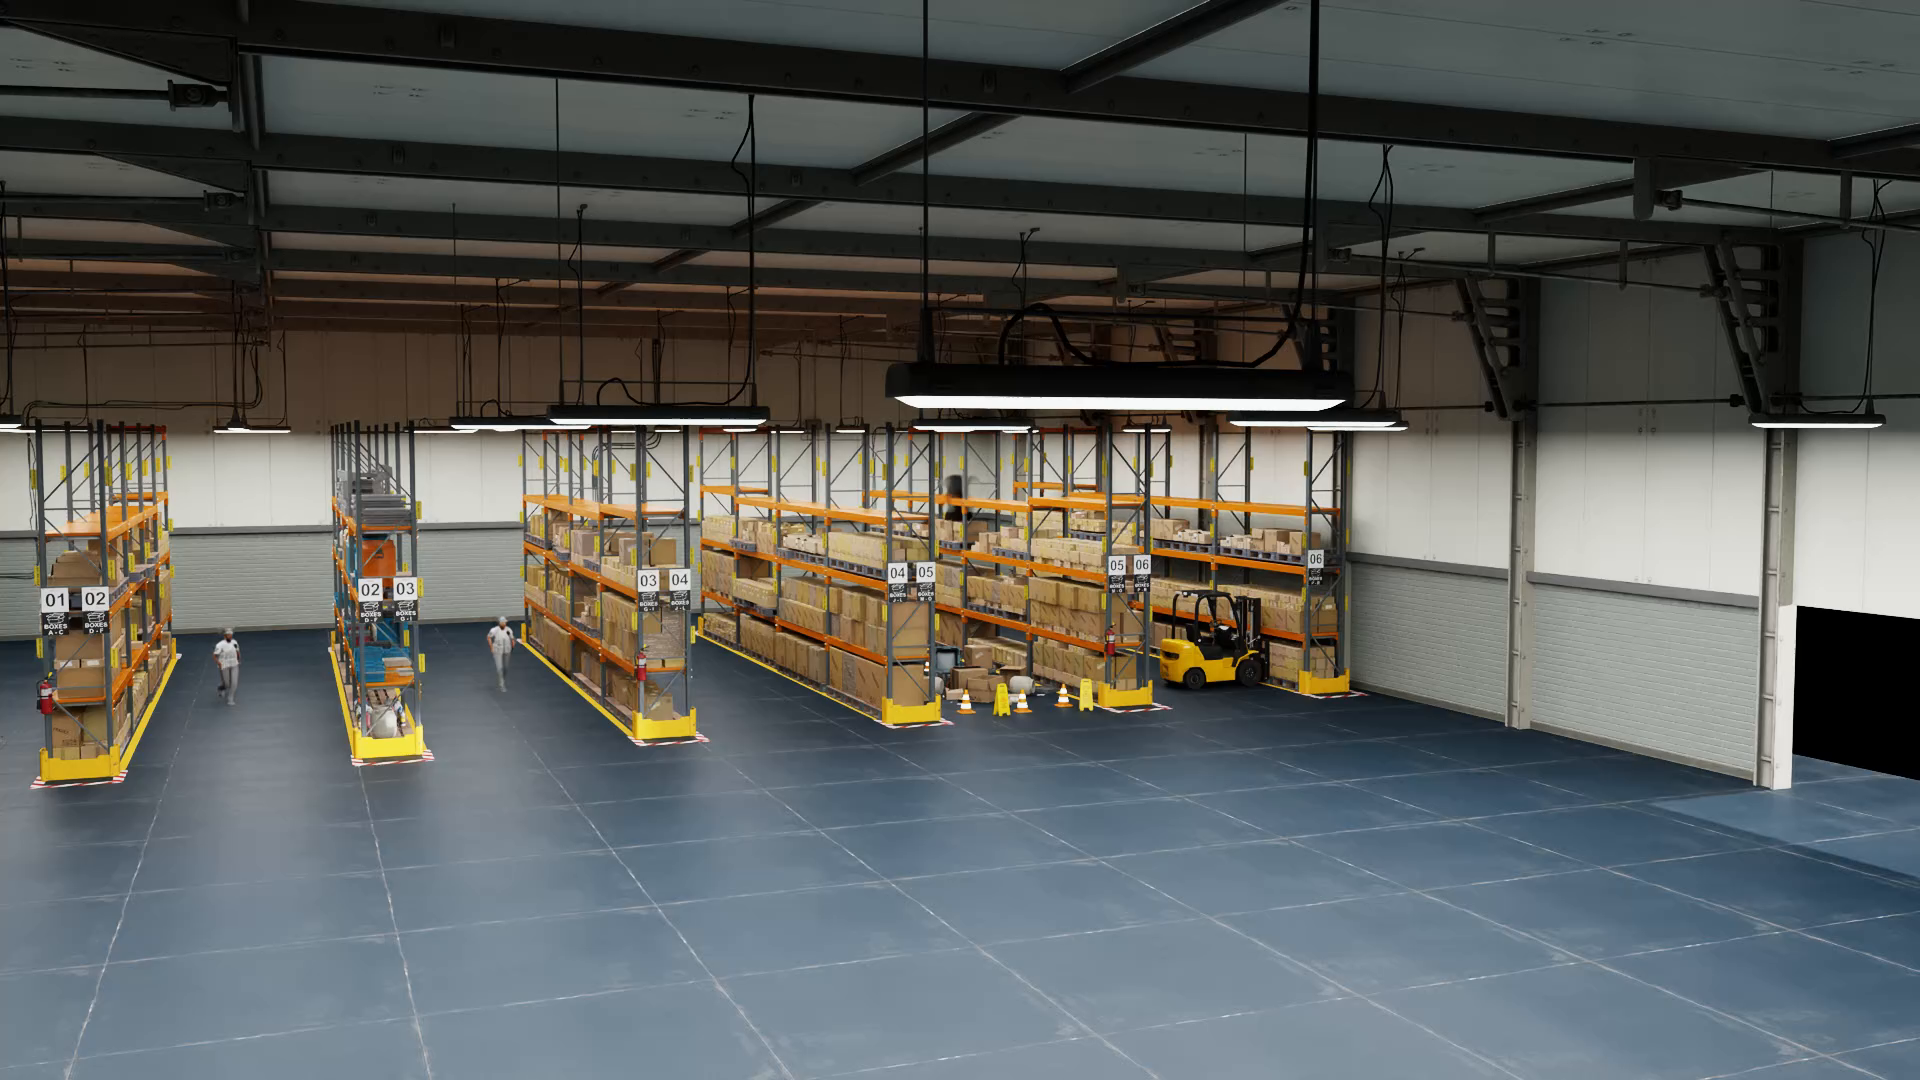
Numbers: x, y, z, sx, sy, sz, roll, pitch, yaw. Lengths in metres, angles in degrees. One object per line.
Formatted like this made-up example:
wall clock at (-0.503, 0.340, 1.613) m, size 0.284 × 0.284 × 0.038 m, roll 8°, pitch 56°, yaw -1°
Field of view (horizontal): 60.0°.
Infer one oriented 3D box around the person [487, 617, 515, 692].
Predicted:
person at (-10.387, 2.551, 37.646) m, size 0.582 × 1.663 × 0.916 m, roll -2°, pitch 4°, yaw -31°

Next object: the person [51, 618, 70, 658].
person at (-22.302, 2.307, 41.217) m, size 0.638 × 1.711 × 0.809 m, roll -3°, pitch 5°, yaw -44°

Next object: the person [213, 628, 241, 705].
person at (-15.648, 2.693, 35.523) m, size 0.588 × 1.645 × 0.646 m, roll -3°, pitch 5°, yaw -42°
